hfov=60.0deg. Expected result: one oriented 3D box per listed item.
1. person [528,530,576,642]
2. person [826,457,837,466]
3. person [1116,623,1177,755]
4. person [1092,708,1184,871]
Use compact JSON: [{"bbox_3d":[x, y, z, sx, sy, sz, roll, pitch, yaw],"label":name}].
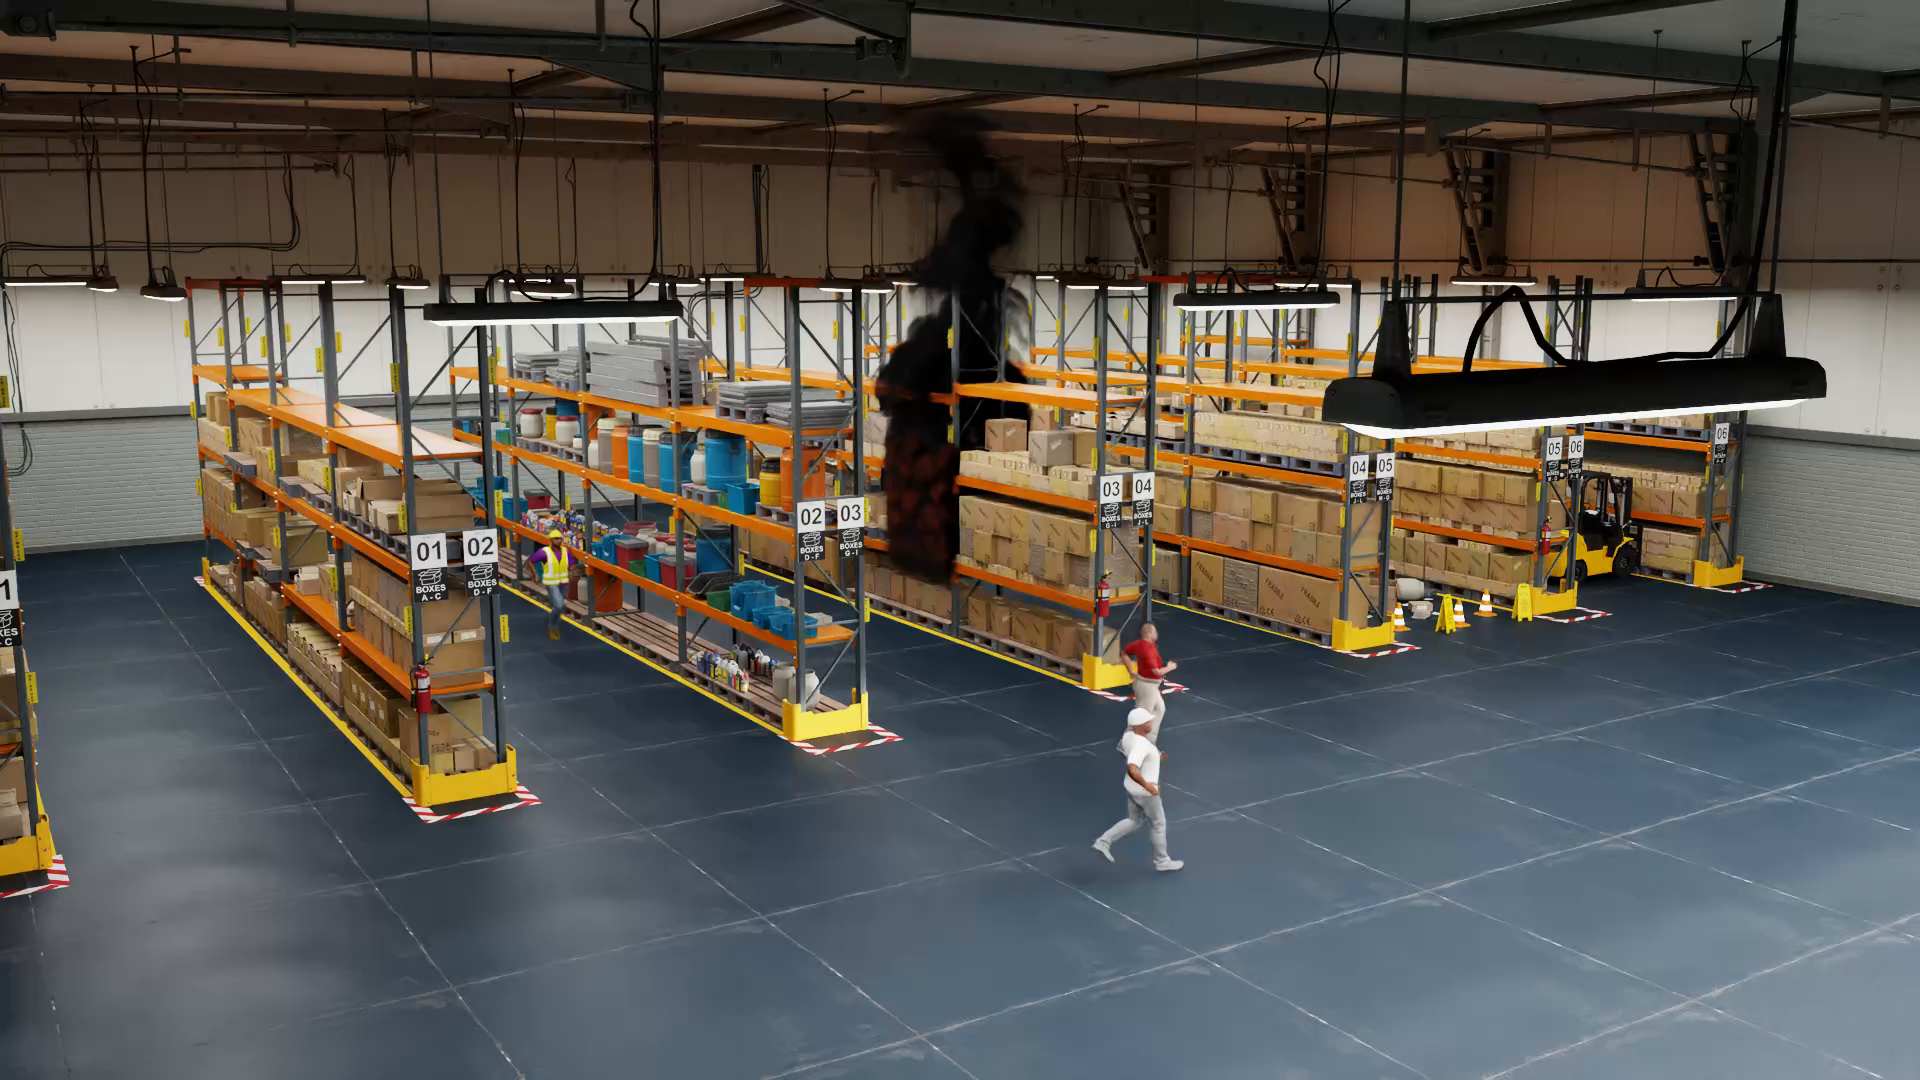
[{"bbox_3d":[-6.466,0.736,26.695,0.692,1.802,0.660,-9,13,-44],"label":"person"},{"bbox_3d":[-3.249,-1.365,41.109,0.671,1.649,0.856,8,12,39],"label":"person"},{"bbox_3d":[2.384,1.952,21.289,0.780,1.805,0.682,-1,10,-7],"label":"person"},{"bbox_3d":[1.872,2.591,17.256,0.963,1.747,0.710,-2,10,-14],"label":"person"}]
